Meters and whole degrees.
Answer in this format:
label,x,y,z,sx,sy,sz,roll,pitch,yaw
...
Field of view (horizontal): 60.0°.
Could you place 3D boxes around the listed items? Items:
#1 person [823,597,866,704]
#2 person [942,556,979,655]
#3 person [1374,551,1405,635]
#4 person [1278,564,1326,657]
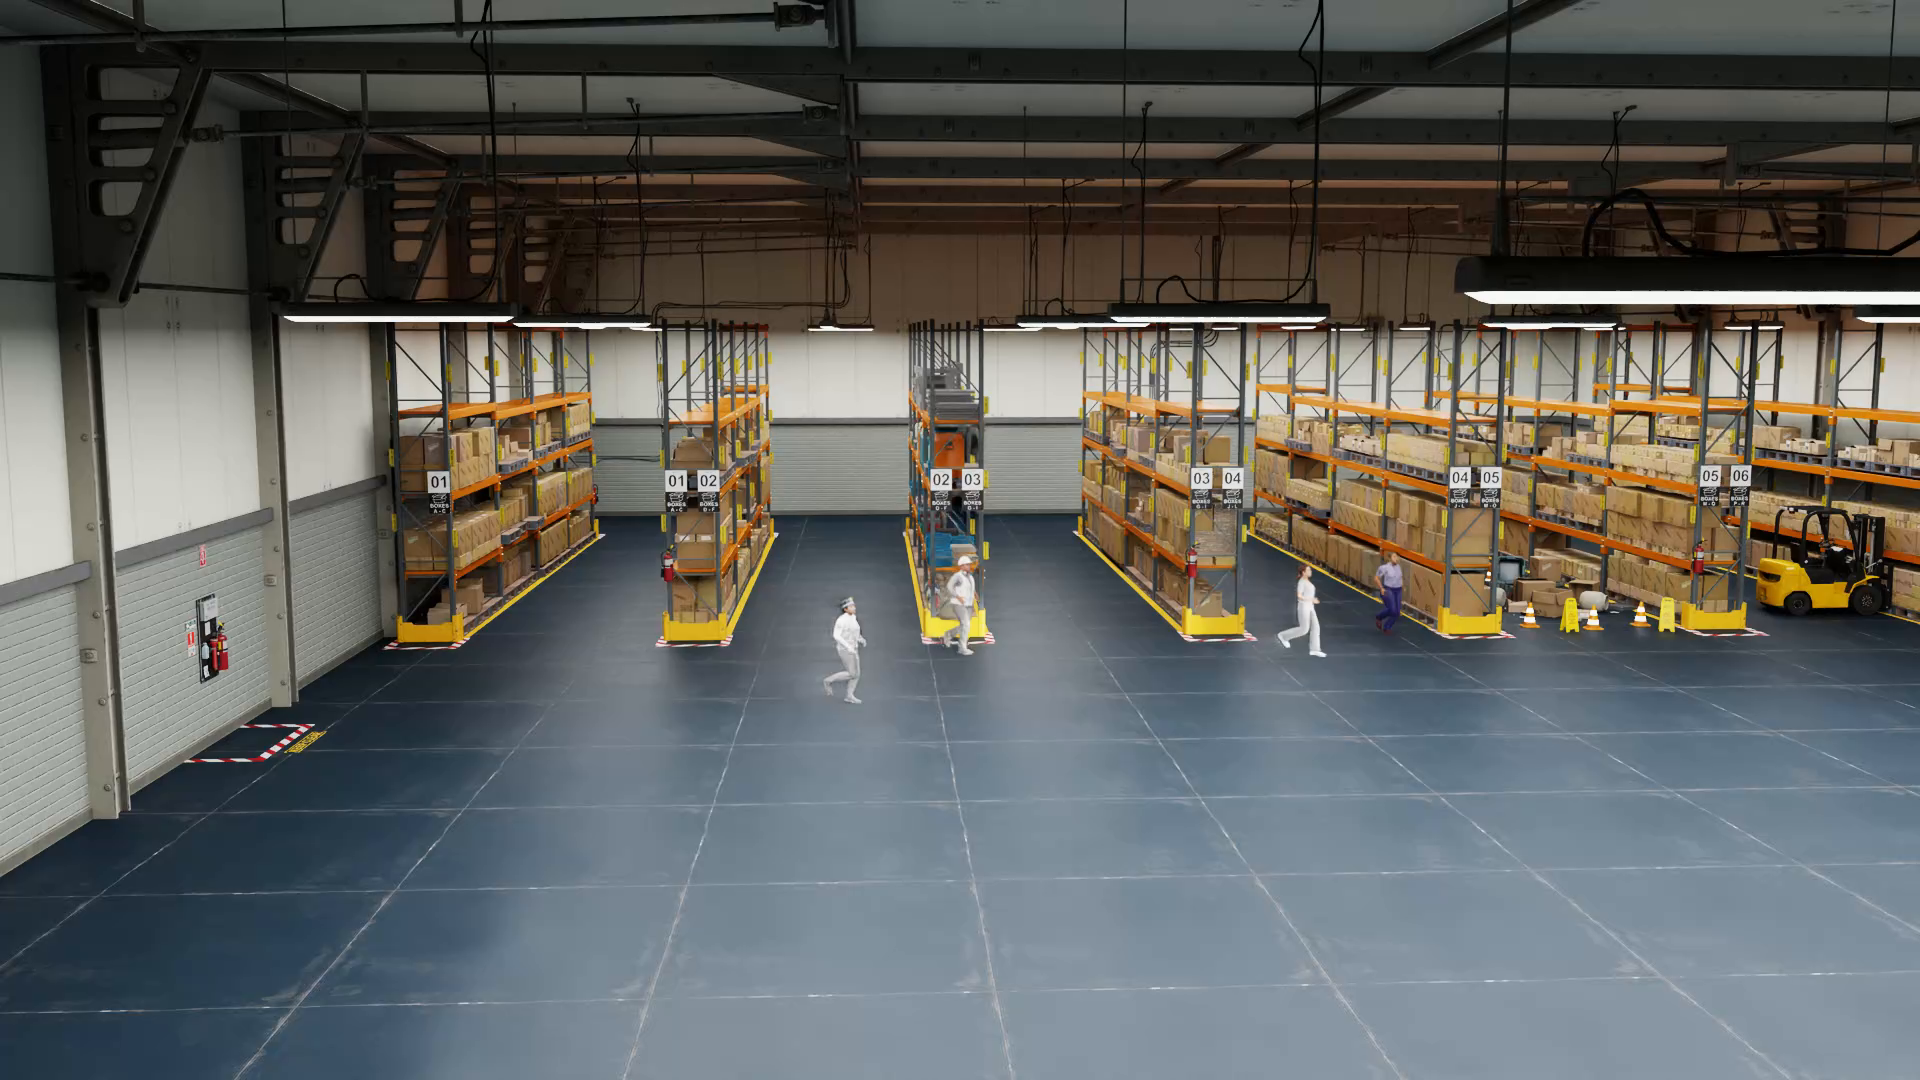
label,x,y,z,sx,sy,sz,roll,pitch,yaw
person,-1.795,1.709,25.983,0.606,1.677,0.617,3,8,22
person,0.022,1.161,30.109,0.742,1.742,0.715,5,8,33
person,8.259,1.021,31.822,0.593,1.607,0.537,-4,8,-27
person,6.134,1.243,29.692,0.881,1.659,0.567,4,8,28
